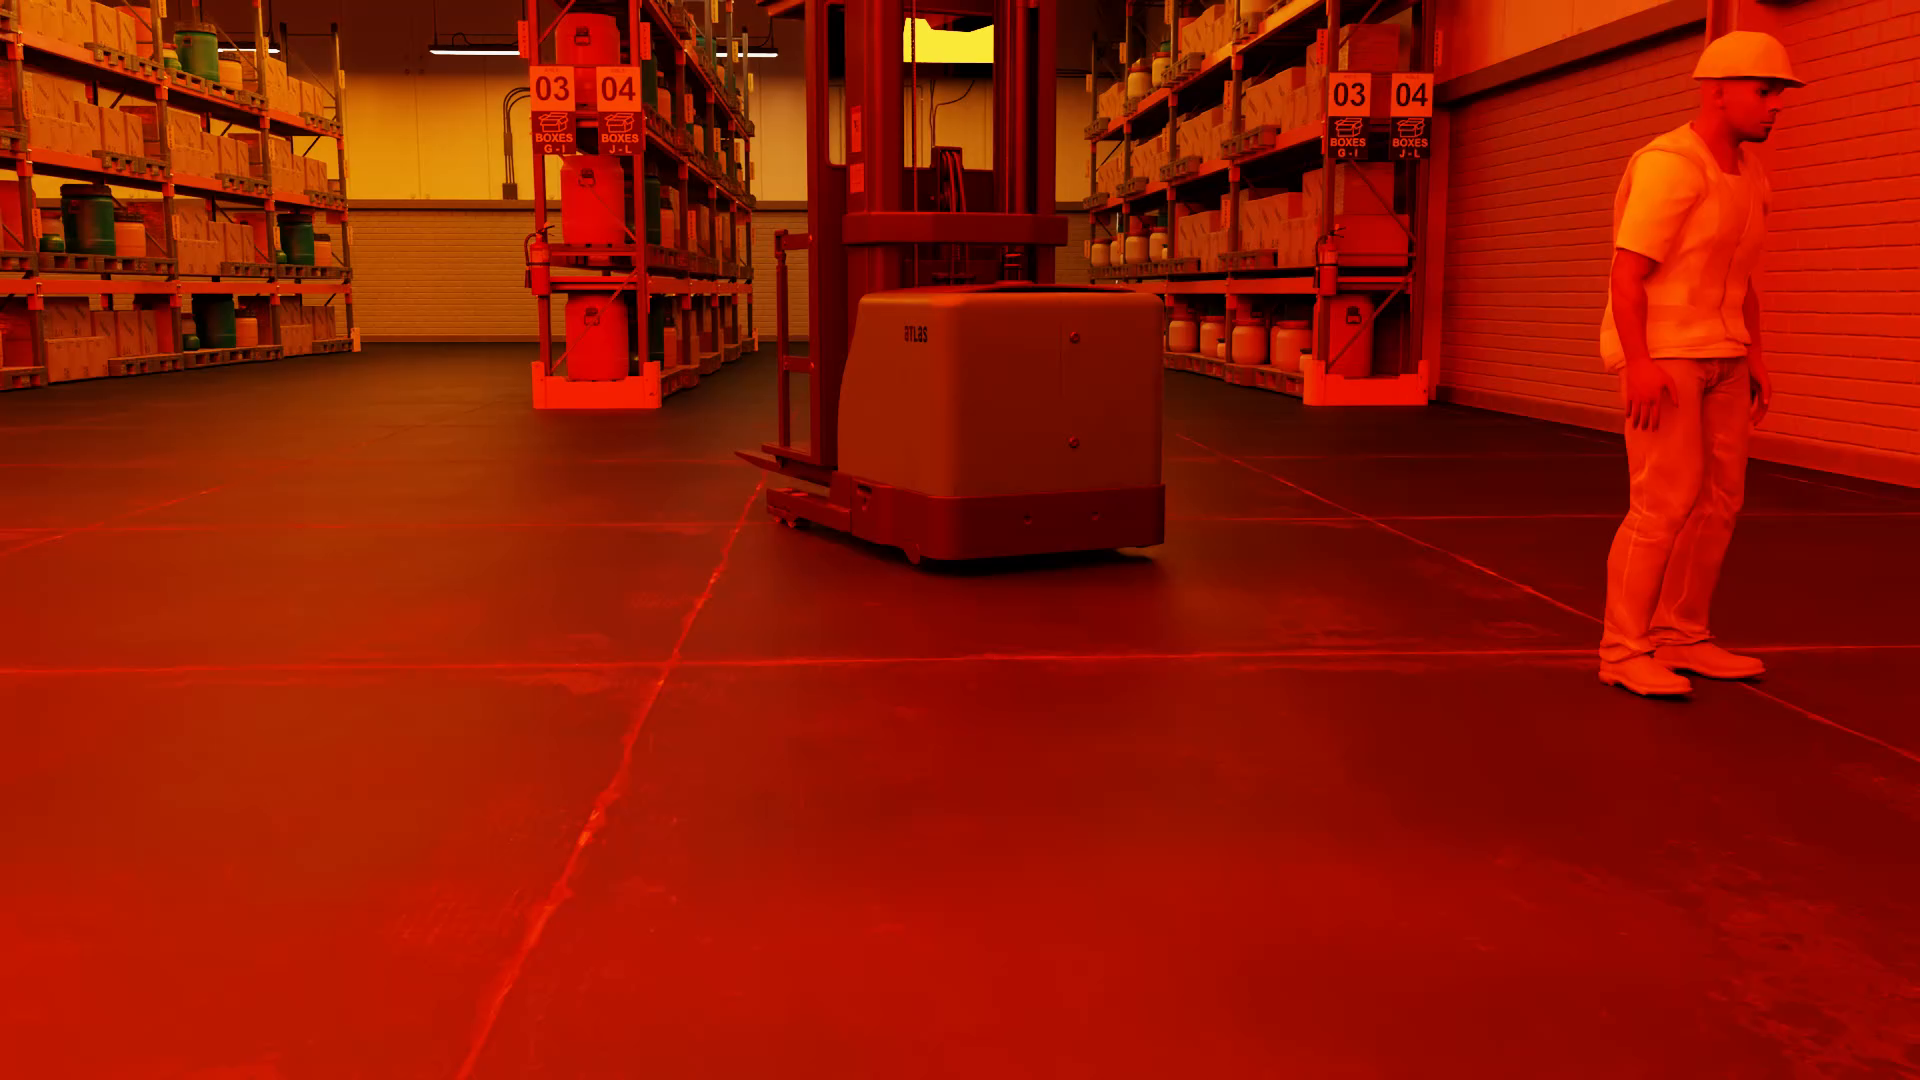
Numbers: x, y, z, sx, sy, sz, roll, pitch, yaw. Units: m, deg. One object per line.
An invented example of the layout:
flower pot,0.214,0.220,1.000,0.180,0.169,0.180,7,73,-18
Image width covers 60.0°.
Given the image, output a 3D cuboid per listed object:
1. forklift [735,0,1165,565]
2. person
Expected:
forklift,-0.264,-1.530,7.637,1.130,2.935,3.031,-4,9,-25
person,2.014,-0.478,4.548,0.627,1.761,0.460,-6,10,-35
